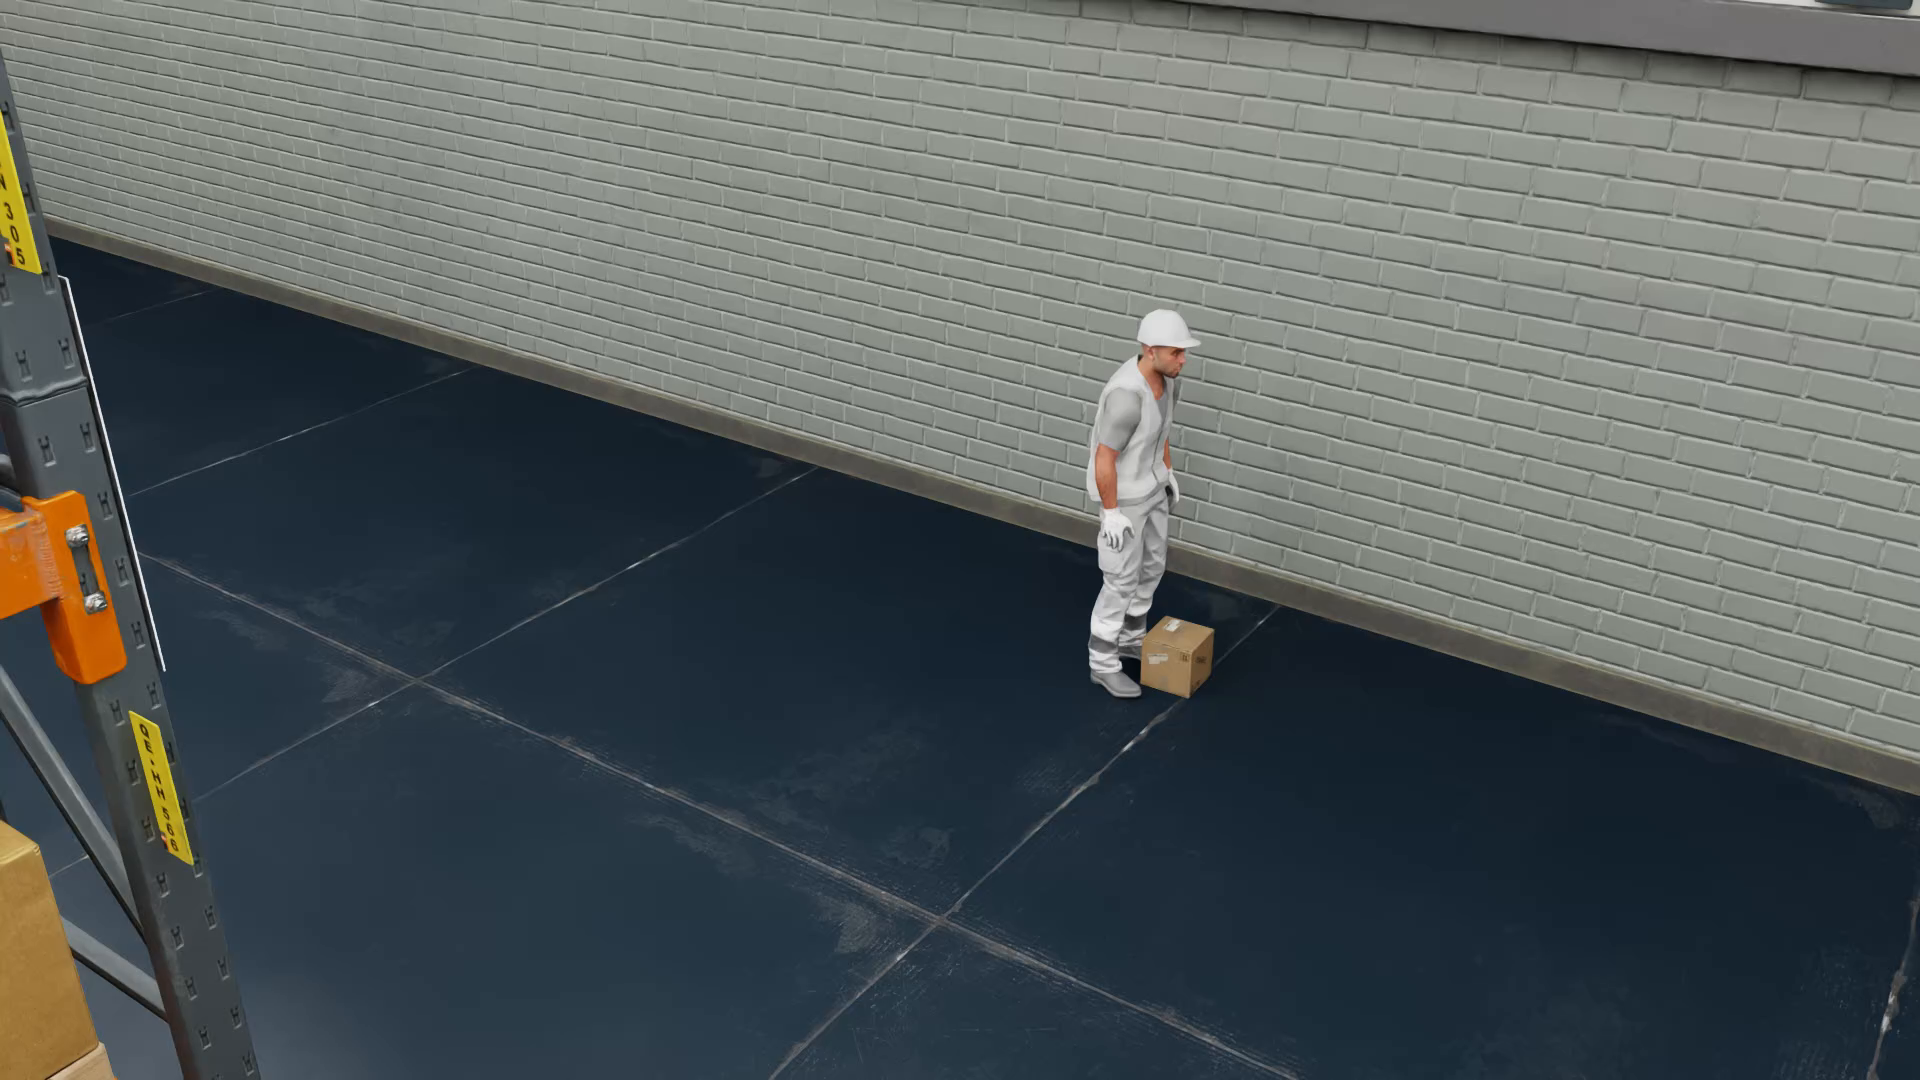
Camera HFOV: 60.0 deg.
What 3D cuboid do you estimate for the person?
[{"bbox_3d":[0.809,-0.186,7.469,0.456,1.778,0.615,17,31,30],"label":"person"}]
